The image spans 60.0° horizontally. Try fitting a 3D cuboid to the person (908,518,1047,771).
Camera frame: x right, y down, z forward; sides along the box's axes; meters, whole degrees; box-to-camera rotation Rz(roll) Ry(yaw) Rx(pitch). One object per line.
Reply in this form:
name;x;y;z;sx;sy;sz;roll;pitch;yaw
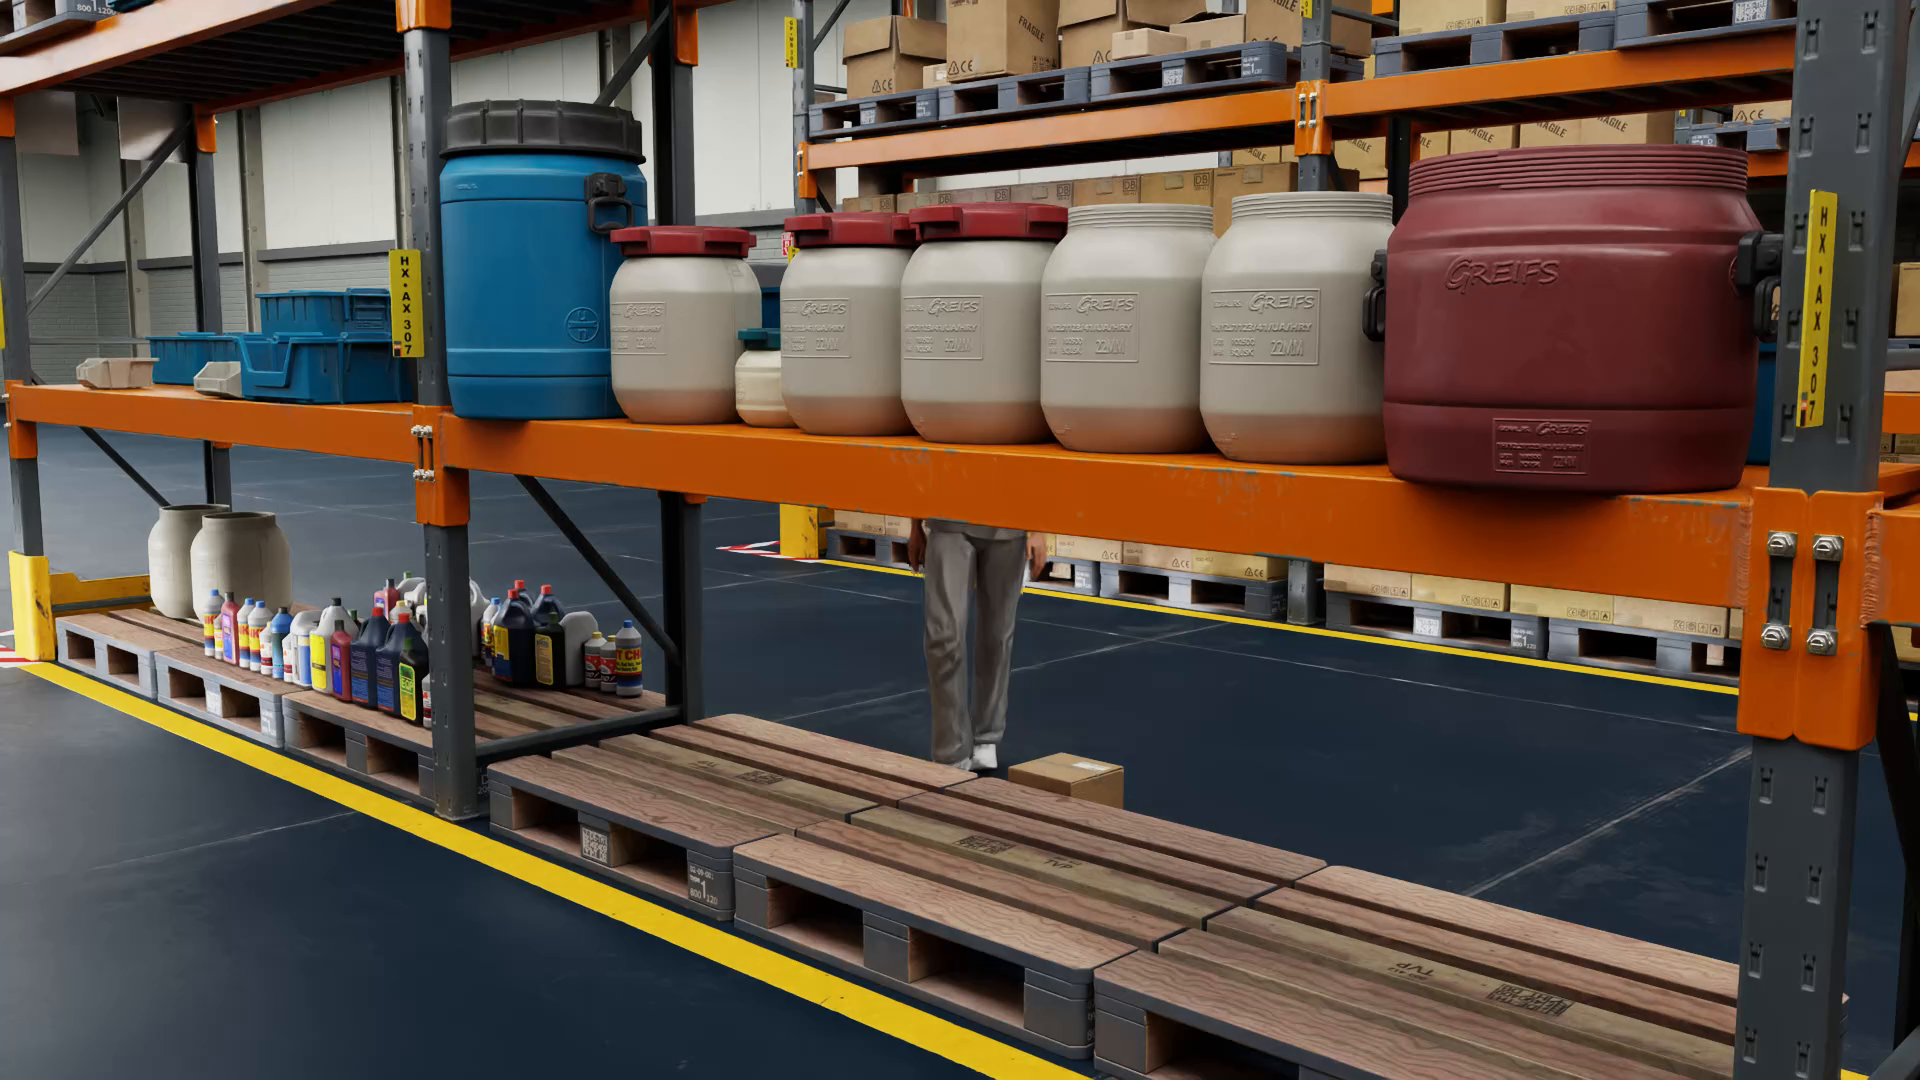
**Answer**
person;0.064;0.024;5.719;0.489;1.726;0.557;0;7;-1
